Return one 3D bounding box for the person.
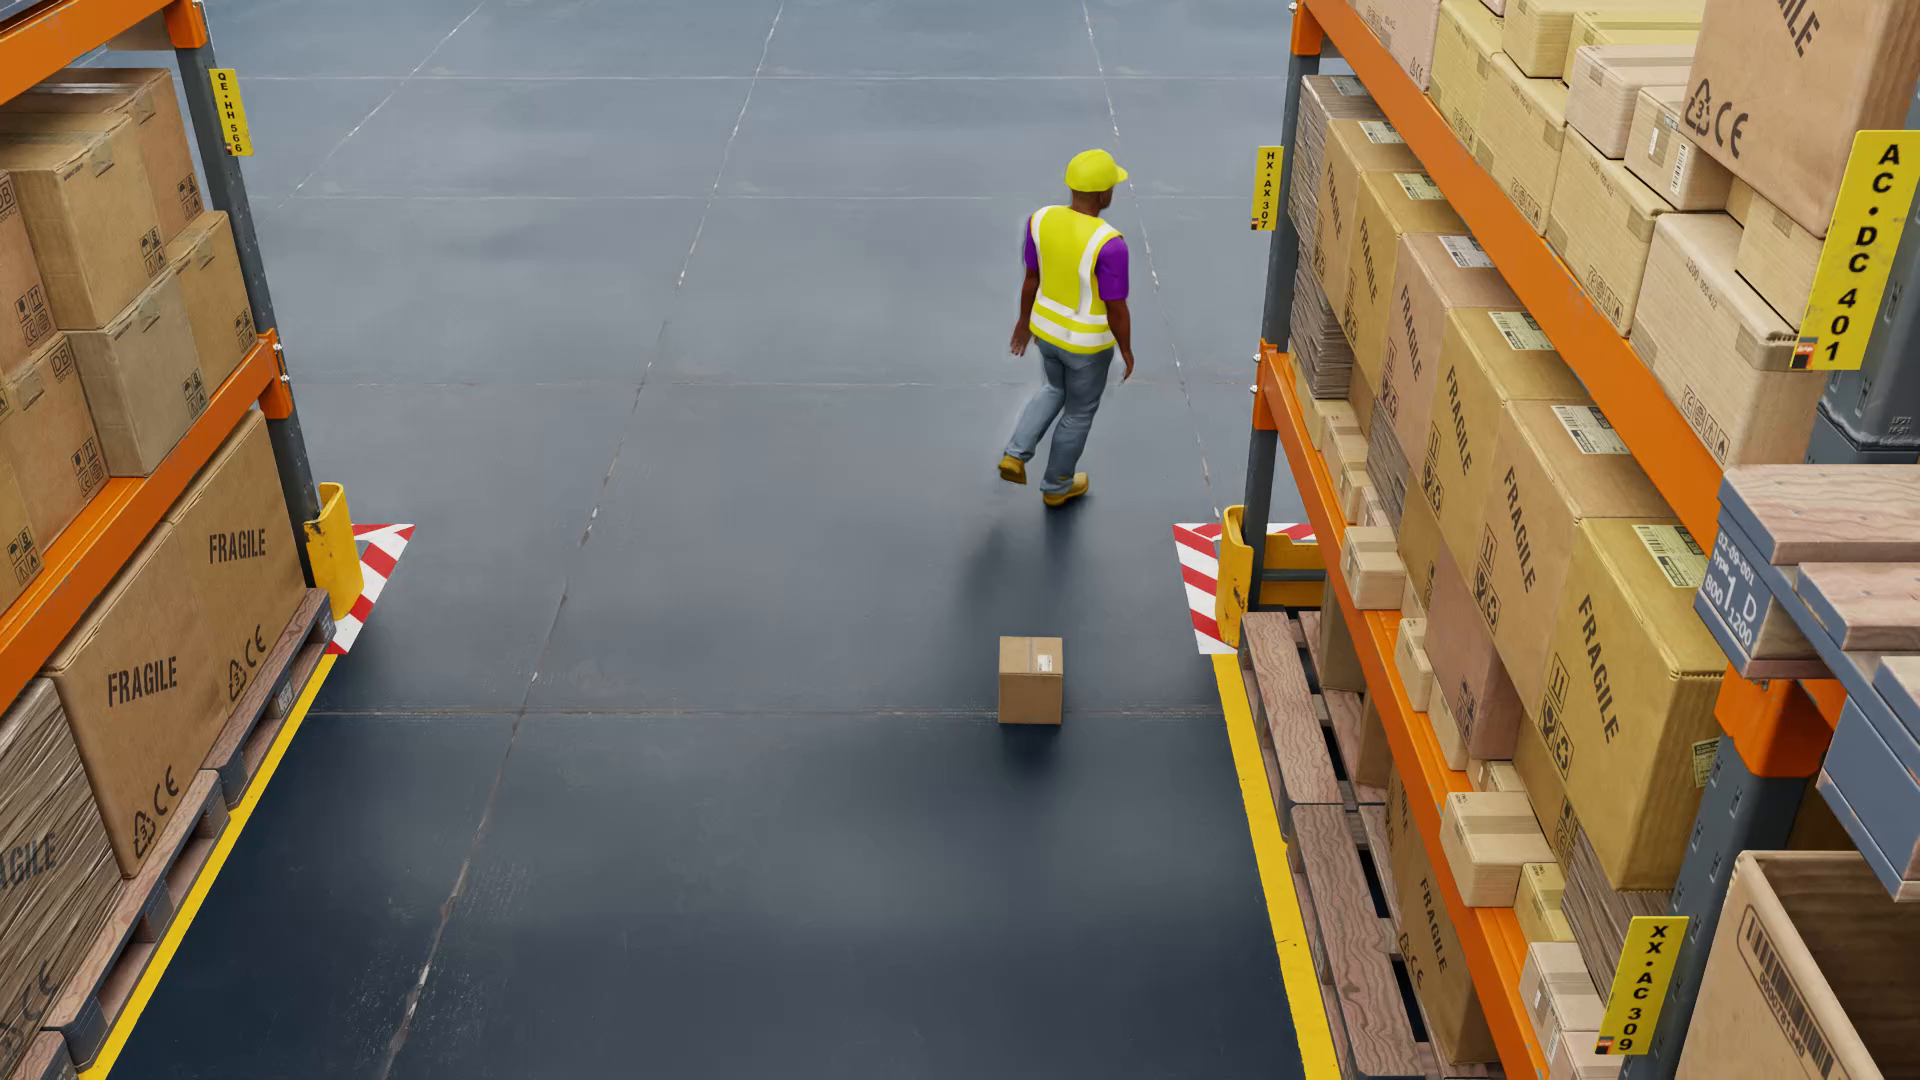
[{"bbox_3d":[0.489,-0.920,7.577,0.503,1.755,0.635,-27,40,-36],"label":"person"}]
